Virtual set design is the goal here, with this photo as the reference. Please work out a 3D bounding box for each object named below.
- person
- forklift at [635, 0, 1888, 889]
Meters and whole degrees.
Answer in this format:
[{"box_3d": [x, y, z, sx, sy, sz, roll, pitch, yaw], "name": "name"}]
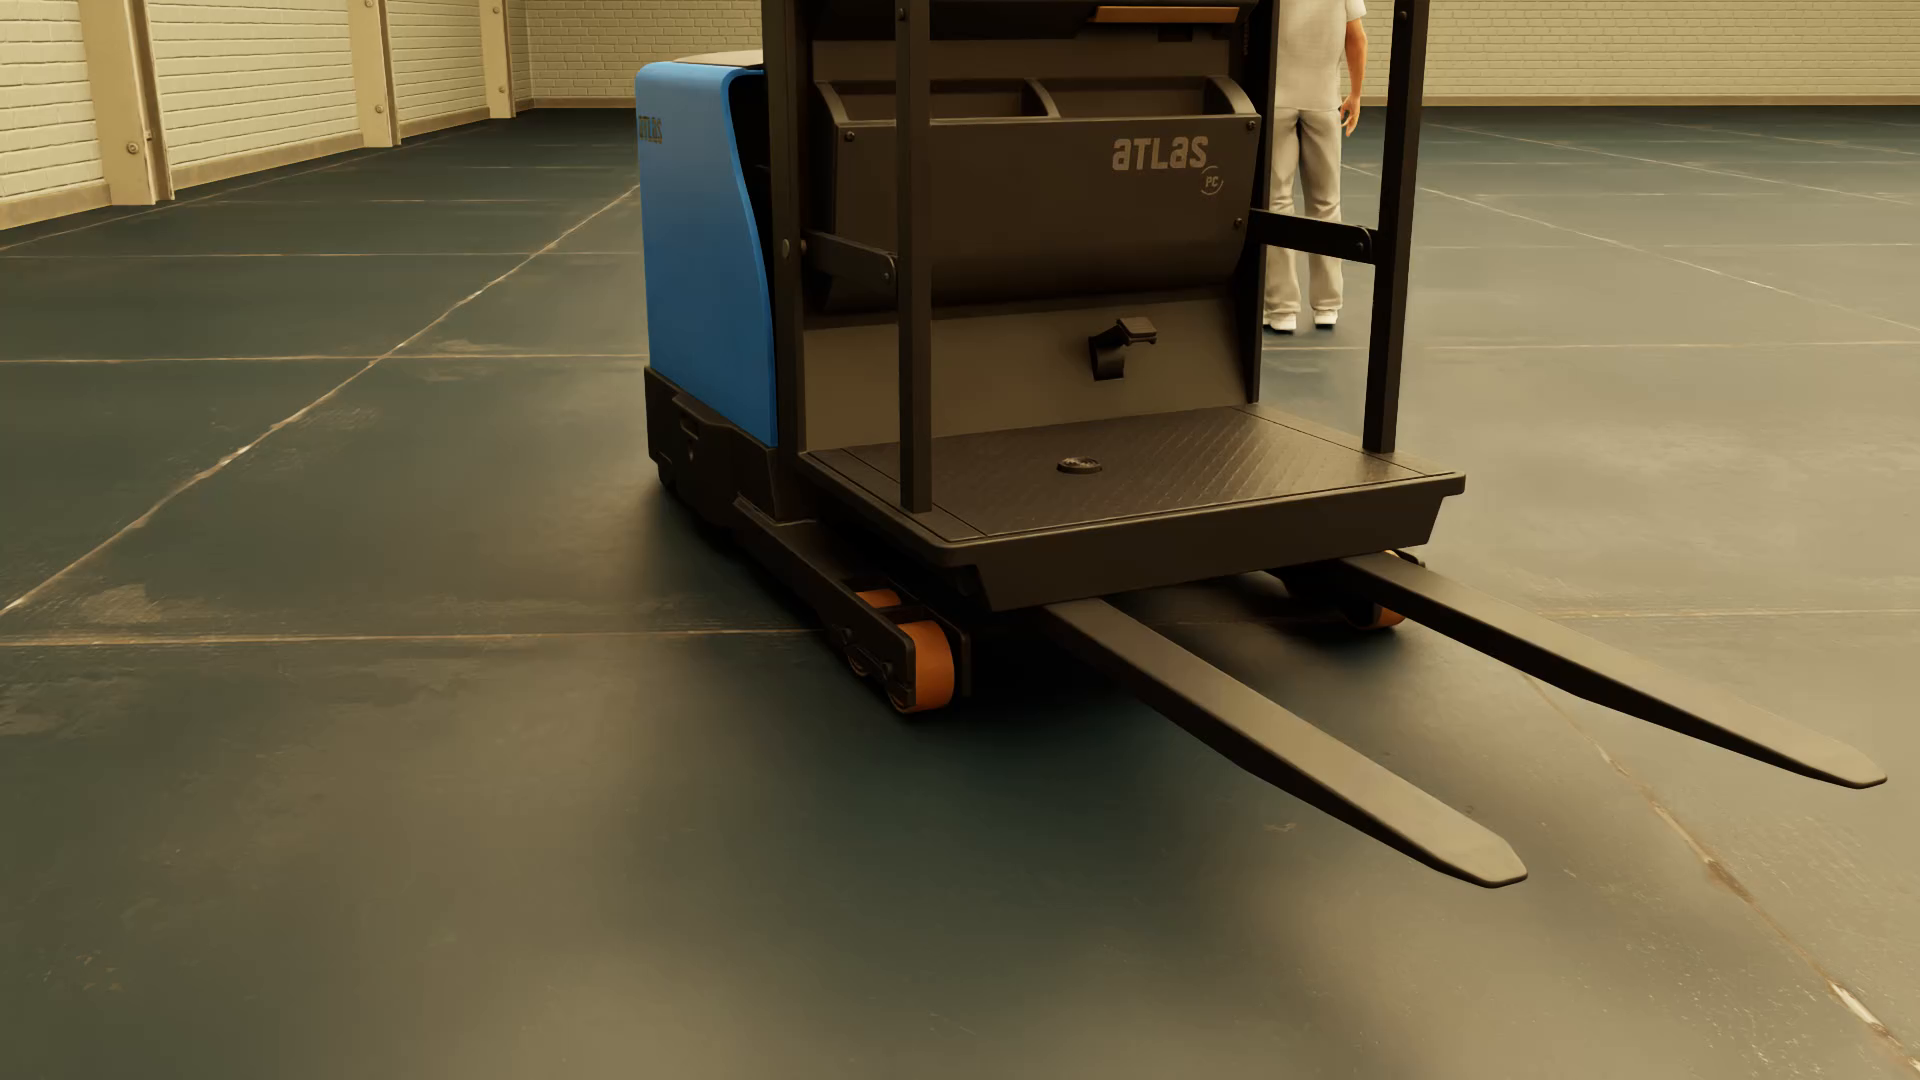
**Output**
[{"box_3d": [1.296, -1.662, 6.462, 0.550, 1.673, 0.548, -1, 17, -2], "name": "person"}, {"box_3d": [0.258, -1.240, 2.962, 1.130, 2.935, 3.031, -8, 19, -24], "name": "forklift"}]
